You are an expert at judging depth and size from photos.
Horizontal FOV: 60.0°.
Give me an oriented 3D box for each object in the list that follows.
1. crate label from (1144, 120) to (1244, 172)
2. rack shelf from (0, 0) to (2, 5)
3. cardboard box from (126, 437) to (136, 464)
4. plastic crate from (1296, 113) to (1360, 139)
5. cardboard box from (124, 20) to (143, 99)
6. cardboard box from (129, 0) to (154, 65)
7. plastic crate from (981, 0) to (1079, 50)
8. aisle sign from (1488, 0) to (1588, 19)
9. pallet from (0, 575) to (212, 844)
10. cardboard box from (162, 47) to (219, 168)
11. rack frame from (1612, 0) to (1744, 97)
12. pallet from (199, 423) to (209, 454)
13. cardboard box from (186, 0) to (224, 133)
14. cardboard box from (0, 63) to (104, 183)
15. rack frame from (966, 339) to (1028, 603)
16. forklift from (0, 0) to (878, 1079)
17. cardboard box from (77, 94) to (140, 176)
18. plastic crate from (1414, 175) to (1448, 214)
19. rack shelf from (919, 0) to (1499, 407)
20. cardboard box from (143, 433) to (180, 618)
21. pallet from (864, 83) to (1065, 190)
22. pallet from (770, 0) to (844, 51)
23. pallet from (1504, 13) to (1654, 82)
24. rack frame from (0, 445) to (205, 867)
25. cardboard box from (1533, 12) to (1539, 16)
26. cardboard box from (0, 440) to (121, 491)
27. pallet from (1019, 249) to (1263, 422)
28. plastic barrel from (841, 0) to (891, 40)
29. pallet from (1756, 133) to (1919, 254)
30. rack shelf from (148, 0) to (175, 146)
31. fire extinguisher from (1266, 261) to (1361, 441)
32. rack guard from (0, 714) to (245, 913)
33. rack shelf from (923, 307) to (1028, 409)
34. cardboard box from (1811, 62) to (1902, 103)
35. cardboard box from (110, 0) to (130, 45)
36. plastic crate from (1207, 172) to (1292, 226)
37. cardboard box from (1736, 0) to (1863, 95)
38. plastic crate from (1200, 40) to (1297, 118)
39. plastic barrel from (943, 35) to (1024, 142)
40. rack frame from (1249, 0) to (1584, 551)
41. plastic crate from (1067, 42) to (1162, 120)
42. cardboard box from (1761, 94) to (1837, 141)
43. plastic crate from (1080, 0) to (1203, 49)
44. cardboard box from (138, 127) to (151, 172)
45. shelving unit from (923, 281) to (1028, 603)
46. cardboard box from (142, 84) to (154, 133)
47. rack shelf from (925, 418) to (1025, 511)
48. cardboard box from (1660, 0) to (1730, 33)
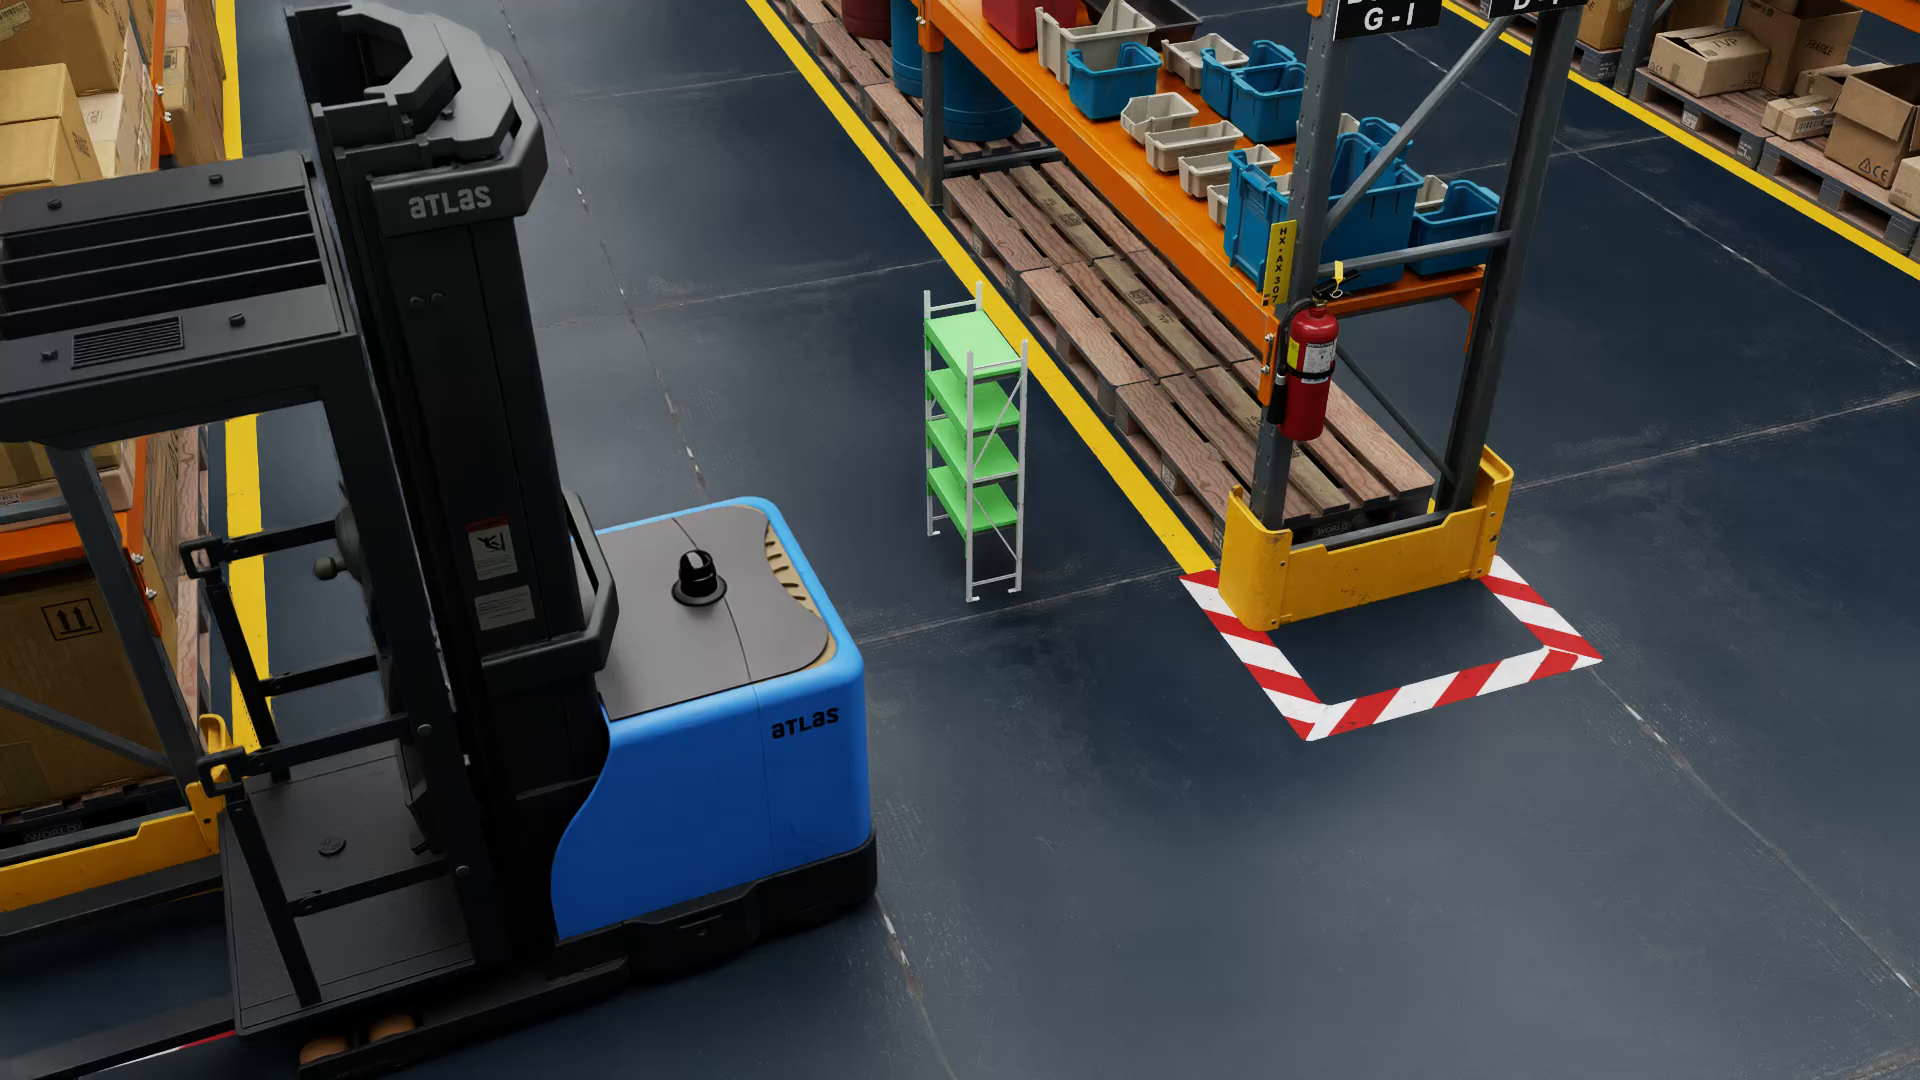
[{"bbox_3d":[0.994,-1.703,7.187,0.396,0.136,0.243,-12,39,-16],"label":"crate label"},{"bbox_3d":[-3.689,-2.057,5.593,1.077,0.370,4.000,-12,39,-16],"label":"rack shelf"},{"bbox_3d":[-2.903,-0.330,5.404,0.380,0.149,0.250,-13,39,-17],"label":"cardboard box"},{"bbox_3d":[1.608,-1.750,7.250,0.250,0.136,0.298,-12,39,-16],"label":"plastic crate"},{"bbox_3d":[-3.979,-2.140,7.476,0.500,0.250,0.500,-13,39,-17],"label":"cardboard box"},{"bbox_3d":[-4.301,-2.628,8.163,0.500,0.500,0.500,-12,39,-16],"label":"cardboard box"},{"bbox_3d":[0.345,-2.795,8.365,0.402,0.464,0.583,-12,39,-16],"label":"plastic crate"},{"bbox_3d":[1.953,-2.102,5.386,0.394,0.787,0.004,-12,39,-16],"label":"aisle sign"},{"bbox_3d":[-3.349,0.661,6.196,1.003,0.211,1.213,-12,39,-16],"label":"pallet"},{"bbox_3d":[-4.616,-1.953,8.767,1.225,0.875,0.875,-12,39,-16],"label":"cardboard box"},{"bbox_3d":[4.925,-4.325,10.499,1.000,3.000,0.127,-12,39,-16],"label":"rack frame"},{"bbox_3d":[-4.189,-0.717,8.026,1.003,0.211,1.213,-12,39,-16],"label":"pallet"},{"bbox_3d":[-5.236,-2.956,10.098,1.225,0.875,0.875,-12,39,-16],"label":"cardboard box"},{"bbox_3d":[-3.269,-1.276,5.705,0.500,0.500,0.500,-13,39,-17],"label":"cardboard box"},{"bbox_3d":[0.141,-0.248,6.582,0.240,1.200,0.015,-12,39,-16],"label":"rack frame"},{"bbox_3d":[-1.845,0.128,4.643,3.031,2.935,1.130,-14,39,-18],"label":"forklift"},{"bbox_3d":[-3.623,-1.560,6.706,0.500,0.250,0.500,-12,39,-15],"label":"cardboard box"},{"bbox_3d":[1.841,-1.367,6.741,0.250,0.136,0.298,-12,39,-16],"label":"plastic crate"},{"bbox_3d":[0.961,-1.885,7.857,1.077,0.370,4.000,-12,39,-16],"label":"rack shelf"},{"bbox_3d":[-3.609,-0.195,6.433,0.875,0.875,0.875,-12,39,-16],"label":"cardboard box"},{"bbox_3d":[0.047,-2.633,10.570,1.003,0.211,1.213,-12,39,-16],"label":"pallet"},{"bbox_3d":[-0.793,-4.011,12.400,1.003,0.211,1.213,-12,39,-16],"label":"pallet"},{"bbox_3d":[4.610,-3.663,11.938,1.003,0.211,1.213,-12,39,-16],"label":"pallet"},{"bbox_3d":[-3.001,-0.017,4.779,1.000,3.000,0.127,-12,39,-16],"label":"rack frame"},{"bbox_3d":[4.324,-4.003,11.783,0.500,0.500,0.500,-12,39,-16],"label":"cardboard box"},{"bbox_3d":[-2.913,-0.403,5.169,0.500,0.250,0.500,-13,39,-17],"label":"cardboard box"},{"bbox_3d":[0.986,-1.090,8.522,1.003,0.211,1.213,-12,39,-16],"label":"pallet"},{"bbox_3d":[-0.530,-3.855,11.530,0.600,0.588,0.708,-12,39,-16],"label":"plastic barrel"},{"bbox_3d":[5.584,-2.133,9.907,1.003,0.211,1.213,-12,39,-16],"label":"pallet"},{"bbox_3d":[-5.066,-3.119,9.496,1.077,0.370,4.000,-12,39,-16],"label":"rack shelf"},{"bbox_3d":[1.275,-0.683,6.038,0.296,0.674,0.183,-12,39,-16],"label":"fire extinguisher"},{"bbox_3d":[-2.993,0.995,5.513,1.175,0.500,0.348,-12,39,-16],"label":"rack guard"},{"bbox_3d":[0.057,-0.718,6.515,0.258,0.148,0.480,-12,39,-16],"label":"rack shelf"},{"bbox_3d":[5.646,-2.740,10.264,0.500,0.311,0.500,-12,39,-16],"label":"cardboard box"},{"bbox_3d":[-3.968,-2.431,7.238,0.500,0.500,0.500,-11,38,-15],"label":"cardboard box"},{"bbox_3d":[1.199,-1.384,6.764,0.396,0.136,0.243,-12,39,-16],"label":"plastic crate"},{"bbox_3d":[5.388,-3.240,10.770,0.500,0.500,0.500,-12,39,-16],"label":"cardboard box"},{"bbox_3d":[1.317,-2.120,7.661,0.416,0.233,0.300,-12,39,-16],"label":"plastic crate"},{"bbox_3d":[0.102,-2.942,10.058,0.600,0.901,0.708,-12,39,-16],"label":"plastic barrel"},{"bbox_3d":[1.650,-1.042,6.141,1.000,3.000,0.127,-12,39,-16],"label":"rack frame"},{"bbox_3d":[0.702,-2.106,7.643,0.416,0.233,0.300,-12,39,-16],"label":"plastic crate"},{"bbox_3d":[5.174,-2.601,10.199,0.380,0.166,0.250,-12,39,-16],"label":"cardboard box"},{"bbox_3d":[0.911,-2.639,8.440,0.437,0.125,0.590,-12,39,-16],"label":"plastic crate"},{"bbox_3d":[-3.699,-1.636,7.138,0.380,0.149,0.250,-12,39,-15],"label":"cardboard box"},{"bbox_3d":[0.057,-0.386,6.765,0.258,1.200,0.503,-12,39,-16],"label":"shelving unit"},{"bbox_3d":[-3.876,-1.926,7.523,0.380,0.149,0.250,-12,39,-15],"label":"cardboard box"},{"bbox_3d":[0.057,-0.335,6.803,0.258,0.148,0.480,-12,39,-16],"label":"rack shelf"},{"bbox_3d":[4.988,-3.826,11.549,0.500,0.500,0.500,-14,39,-18],"label":"cardboard box"}]
